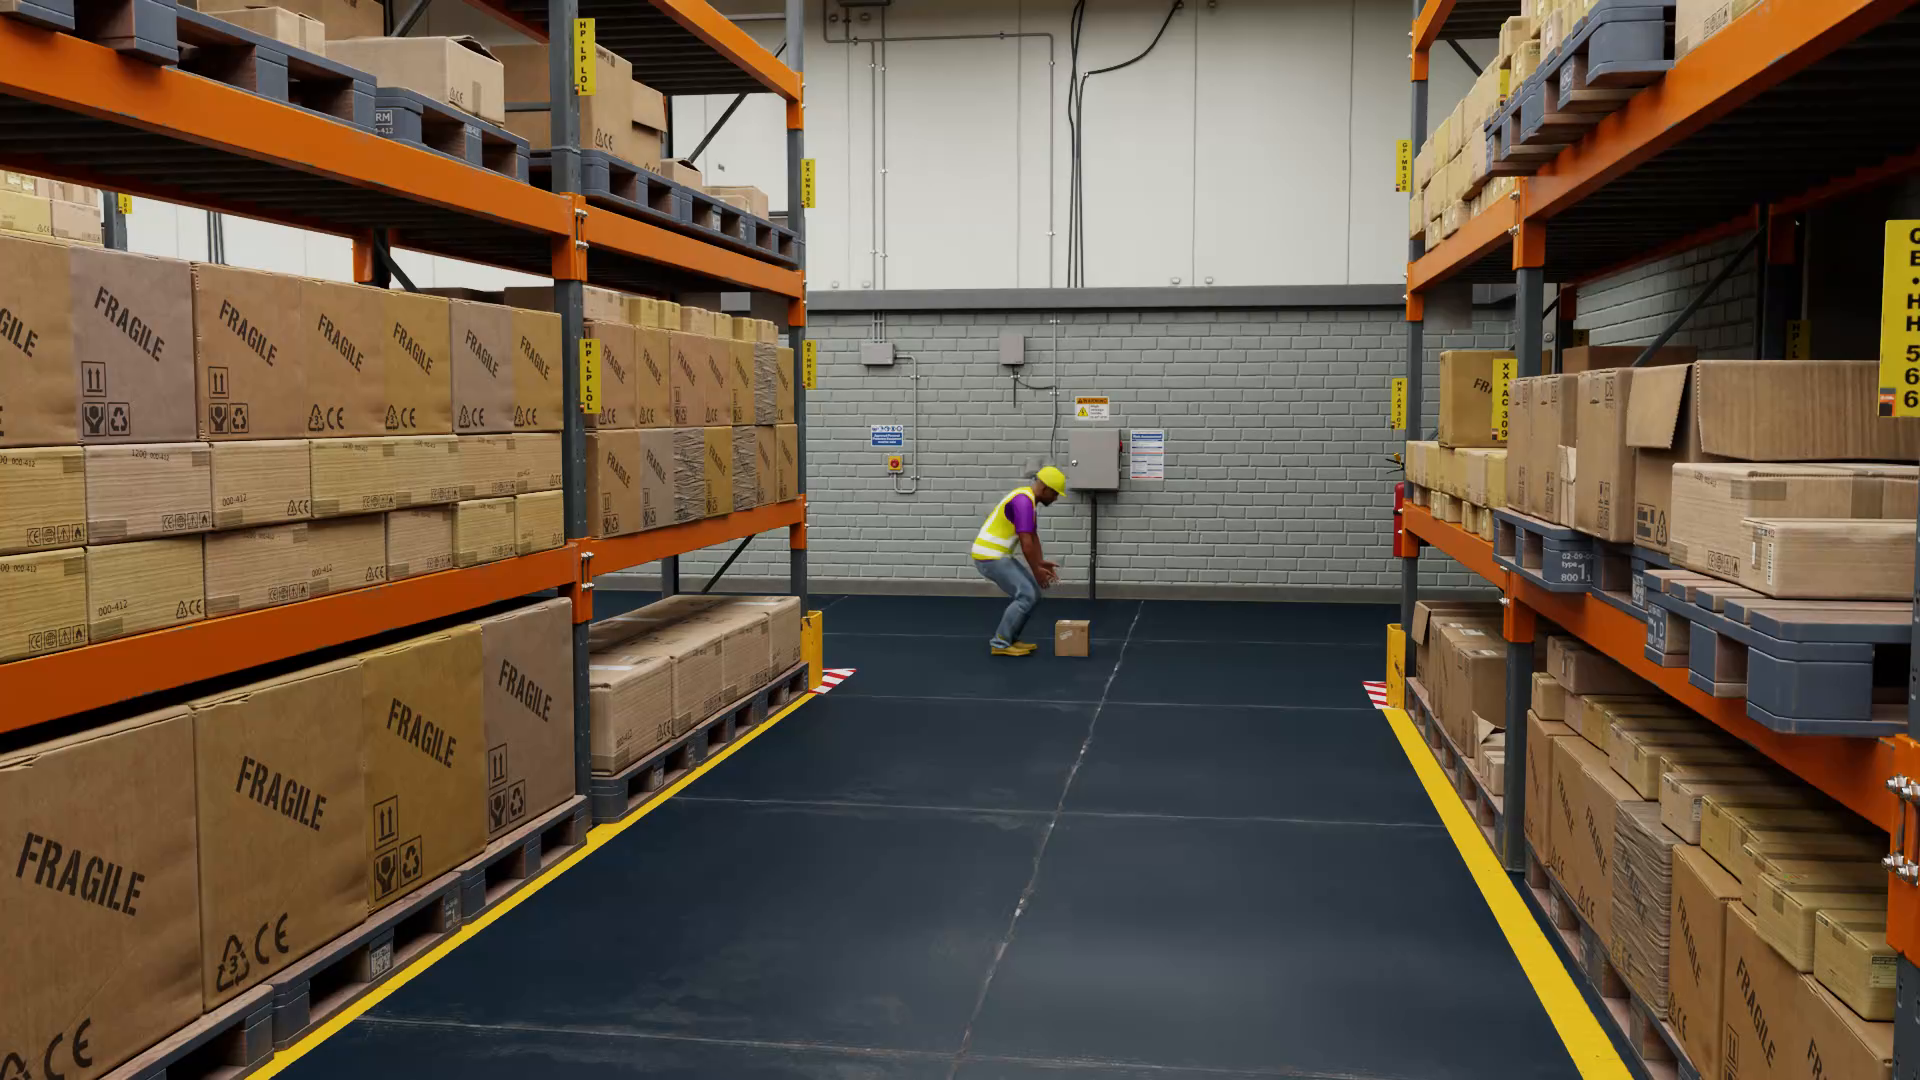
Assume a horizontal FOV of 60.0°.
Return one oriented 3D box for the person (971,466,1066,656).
[{"bbox_3d":[0.461,0.155,12.974,0.728,1.461,0.630,1,4,9],"label":"person"}]
